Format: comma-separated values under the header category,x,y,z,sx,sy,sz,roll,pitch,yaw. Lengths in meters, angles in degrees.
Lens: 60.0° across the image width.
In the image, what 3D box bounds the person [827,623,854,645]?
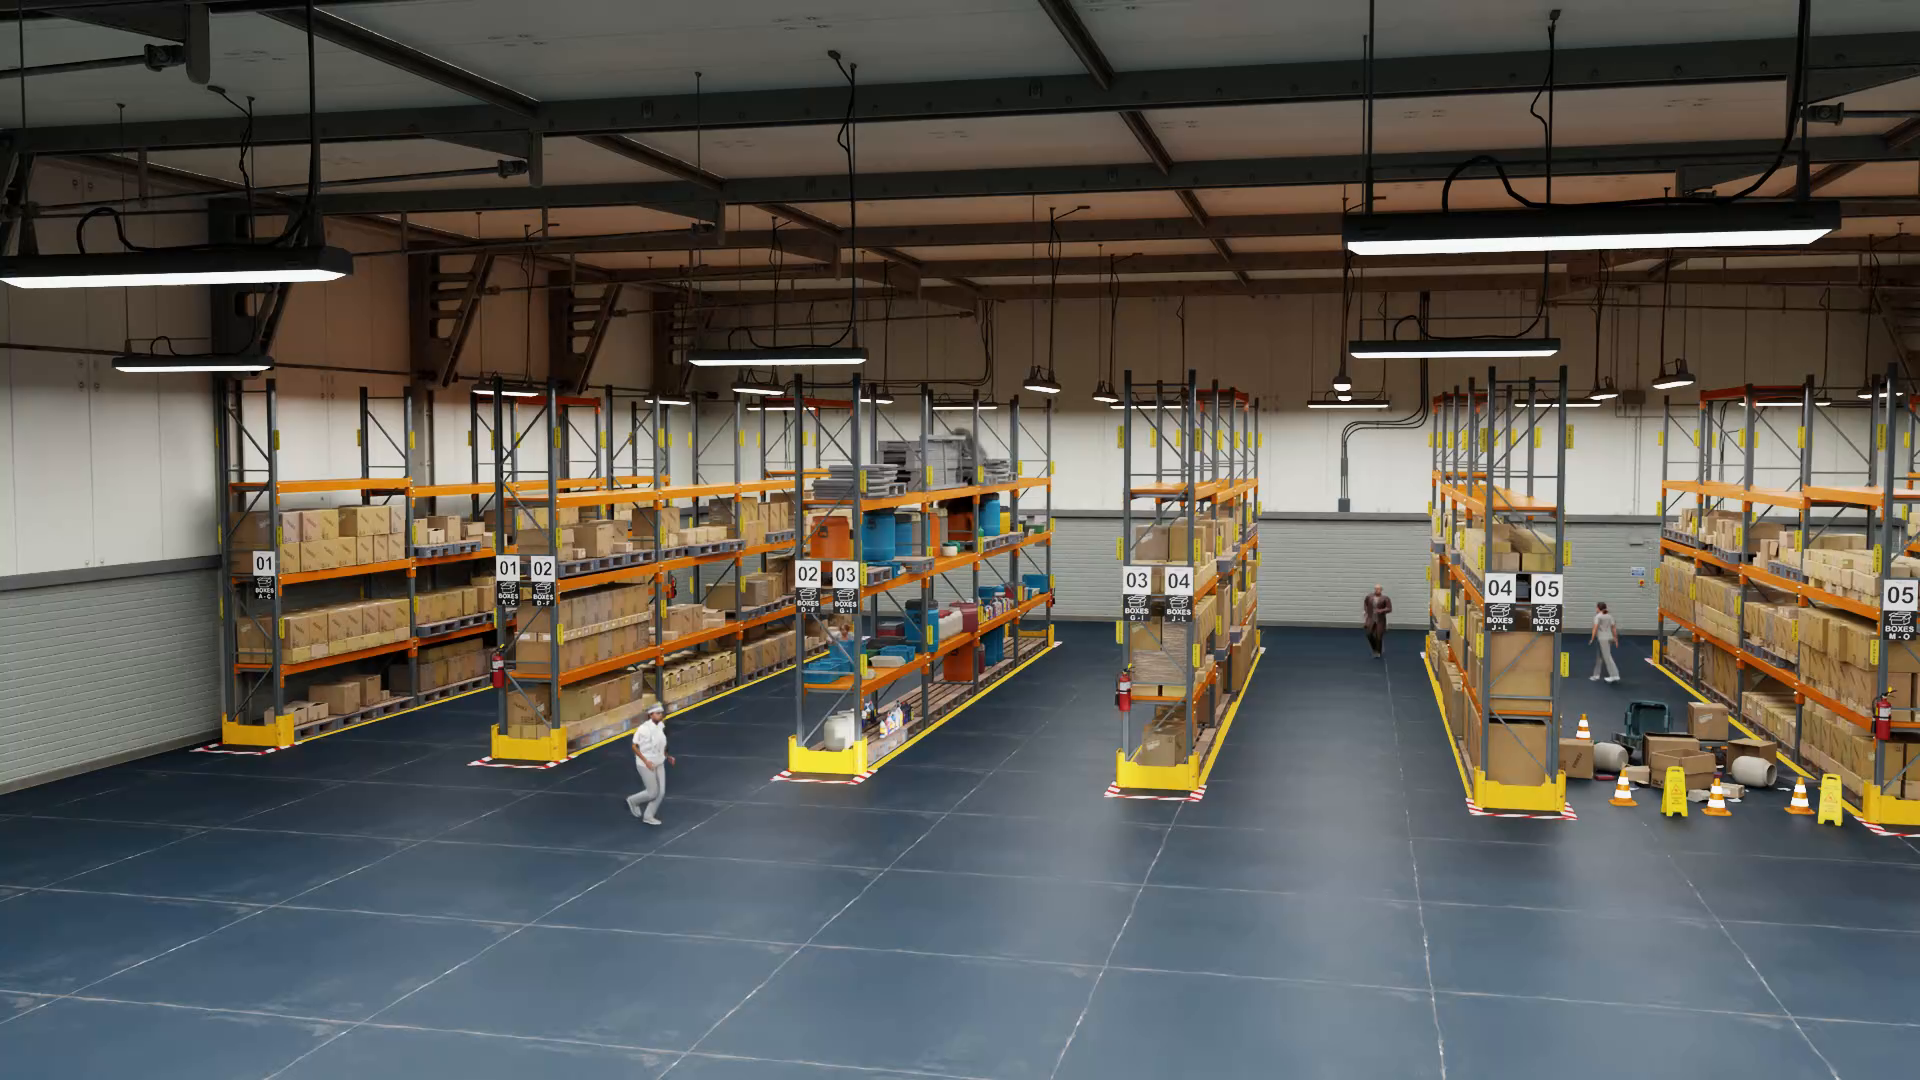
category,x,y,z,sx,sy,sz,roll,pitch,yaw
person,-2.308,2.313,32.558,0.578,1.441,0.861,0,3,-3

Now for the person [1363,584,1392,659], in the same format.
category,x,y,z,sx,sy,sz,roll,pitch,yaw
person,9.569,1.862,38.111,0.690,1.737,0.851,2,4,25

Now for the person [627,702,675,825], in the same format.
category,x,y,z,sx,sy,sz,roll,pitch,yaw
person,-4.053,2.897,21.657,0.603,1.623,0.572,2,4,33

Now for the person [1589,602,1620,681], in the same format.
category,x,y,z,sx,sy,sz,roll,pitch,yaw
person,13.388,2.116,34.472,0.573,1.655,0.850,-2,4,-28
